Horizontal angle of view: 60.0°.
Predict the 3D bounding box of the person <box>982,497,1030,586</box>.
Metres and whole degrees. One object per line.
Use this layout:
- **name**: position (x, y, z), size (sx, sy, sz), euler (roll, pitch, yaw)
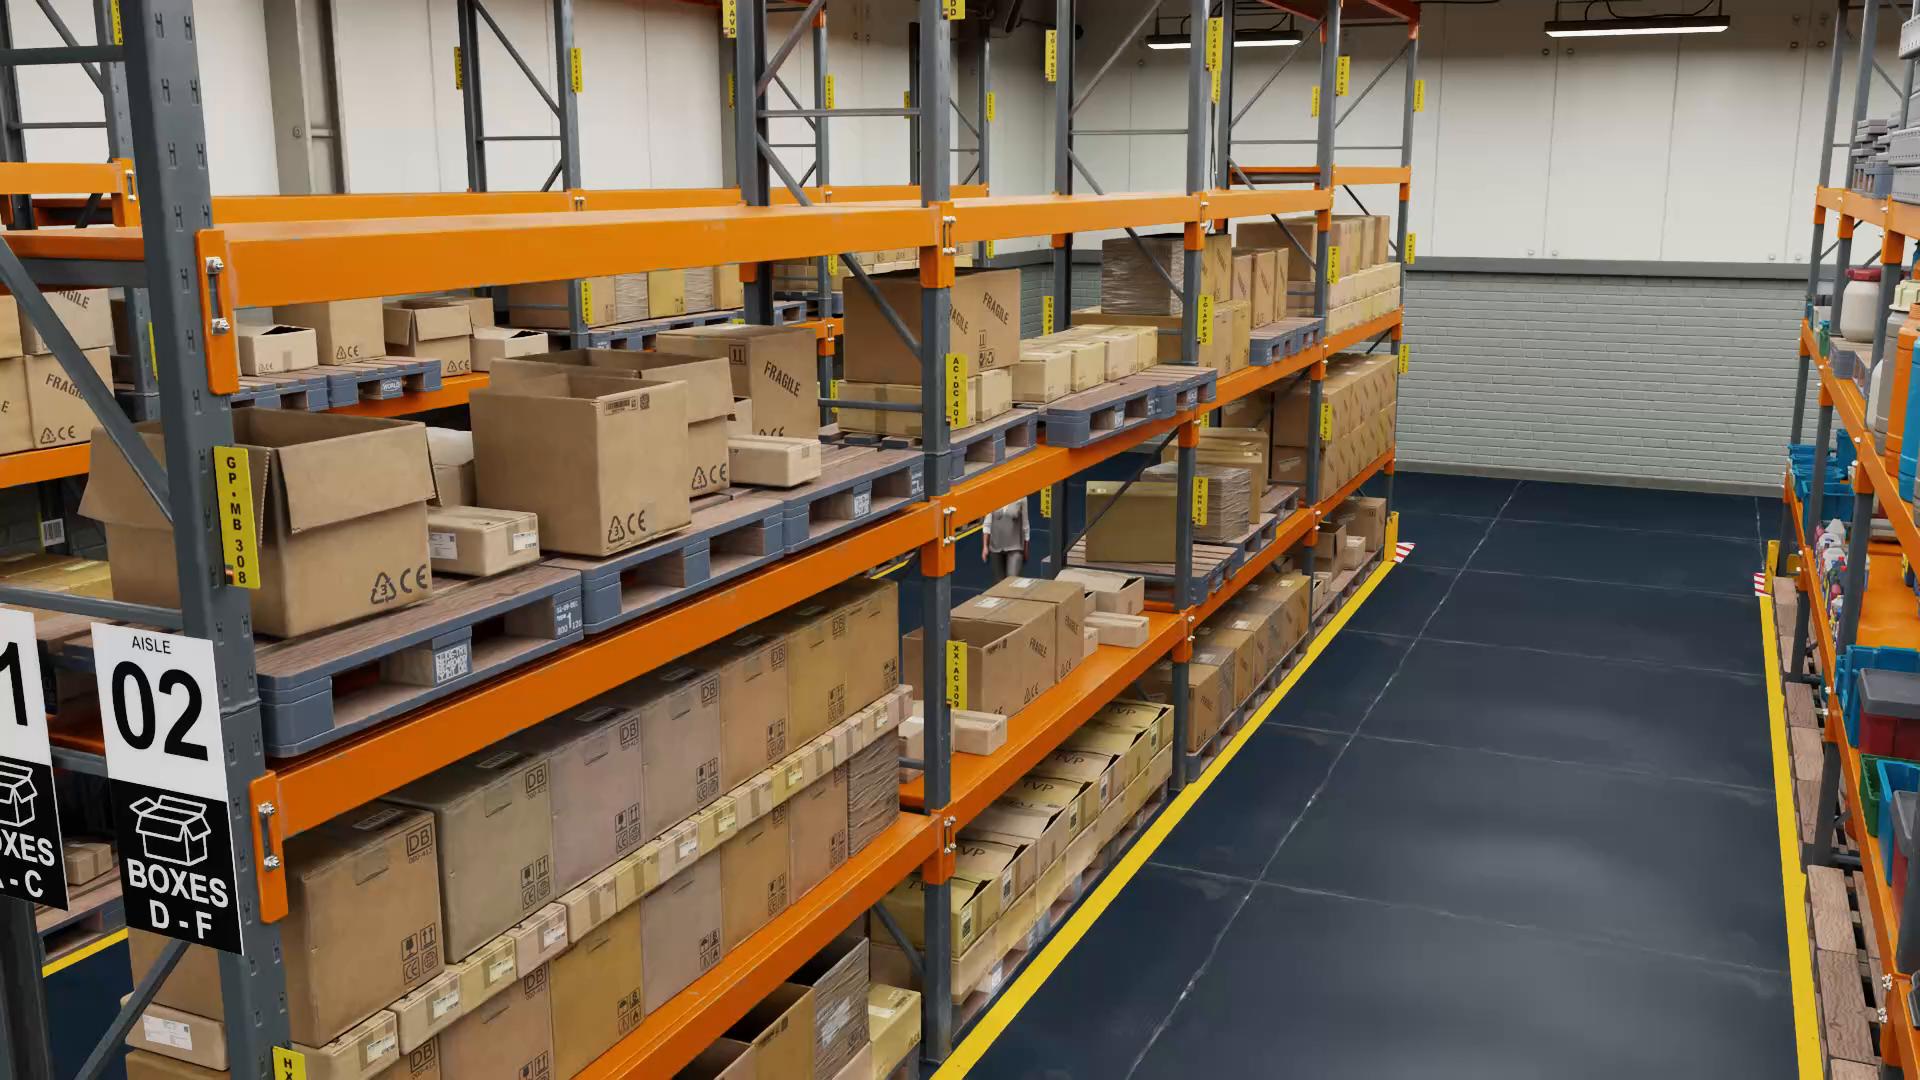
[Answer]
- **person**: position (0.415, 0.094, 15.566), size (0.427, 1.556, 0.838), euler (4, 13, 17)
